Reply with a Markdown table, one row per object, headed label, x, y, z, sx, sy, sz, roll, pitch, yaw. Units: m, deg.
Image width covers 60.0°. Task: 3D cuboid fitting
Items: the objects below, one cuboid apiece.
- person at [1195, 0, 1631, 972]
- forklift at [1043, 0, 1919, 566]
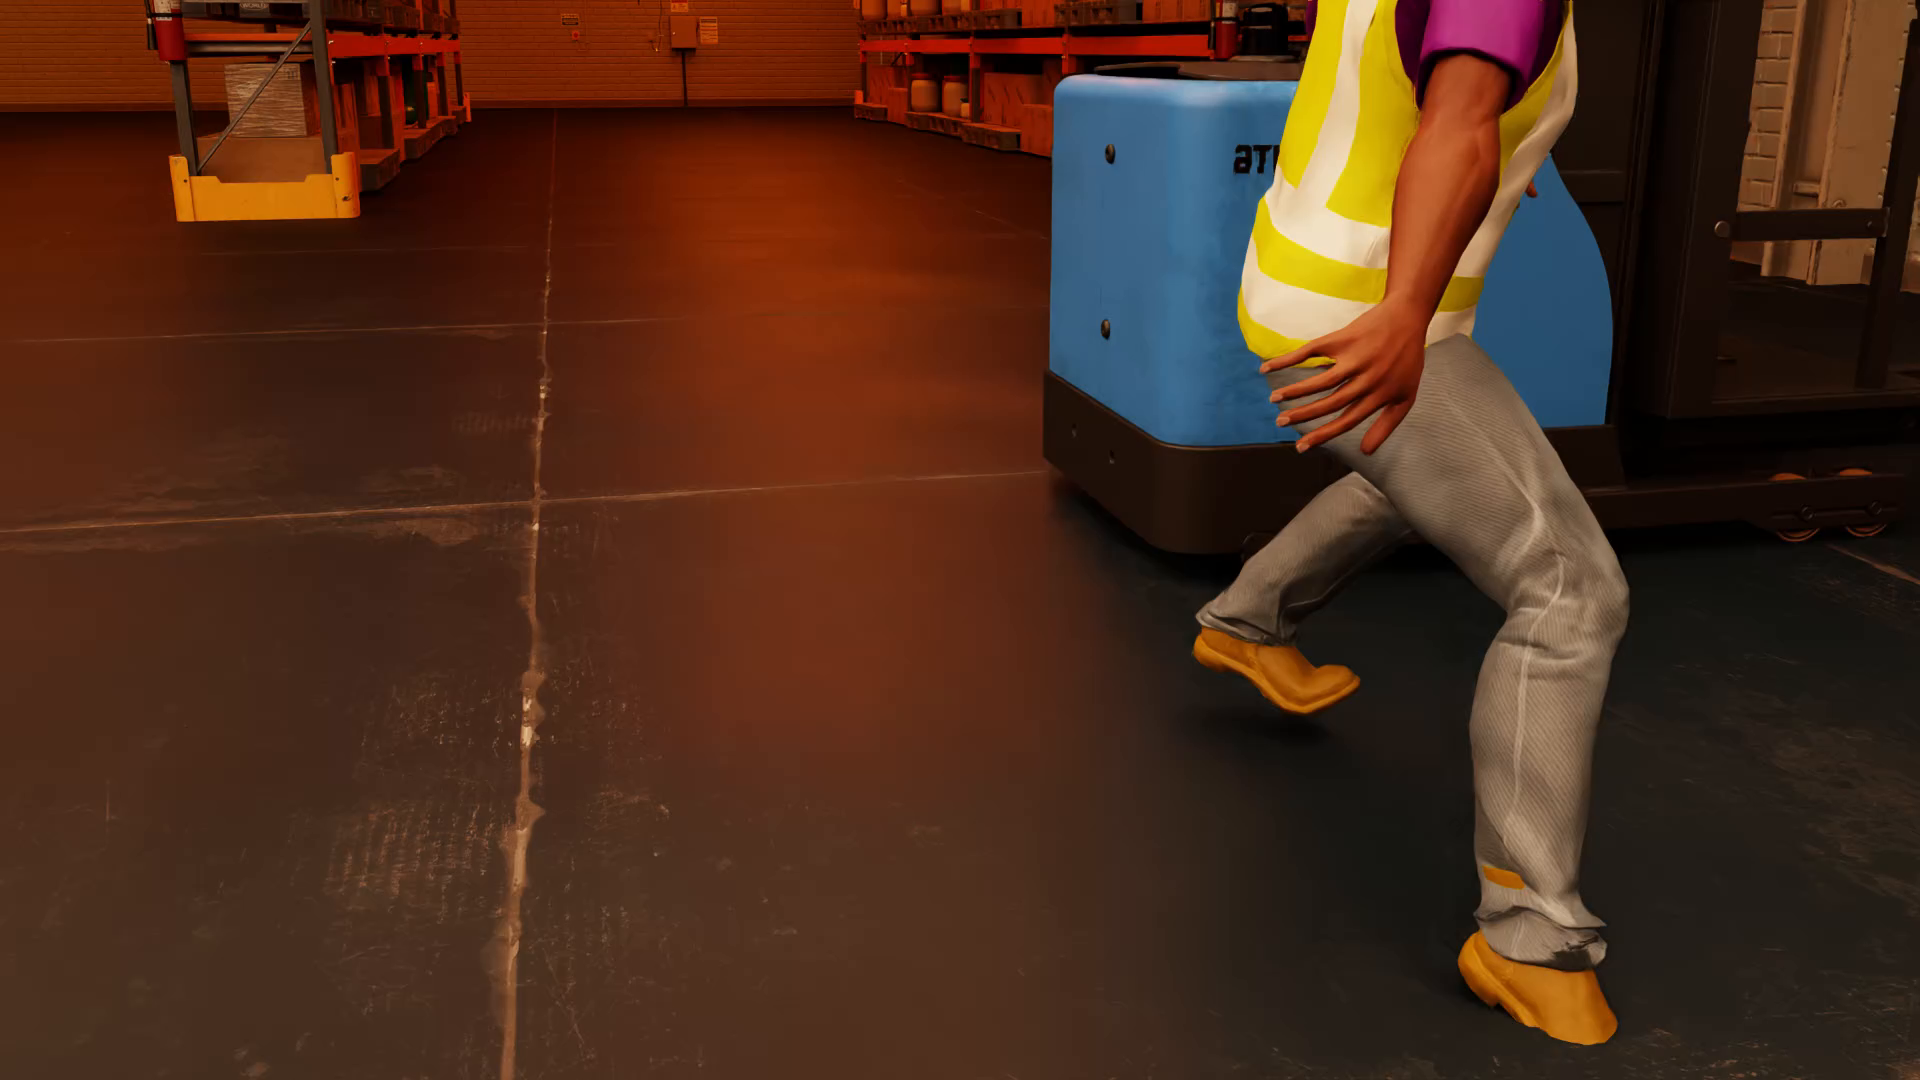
| label | x | y | z | sx | sy | sz | roll | pitch | yaw |
| --- | --- | --- | --- | --- | --- | --- | --- | --- | --- |
| person | 0.619 | -0.337 | 2.213 | 0.523 | 1.540 | 1.194 | 2 | 17 | 6 |
| forklift | 1.799 | -1.541 | 4.057 | 3.031 | 2.935 | 1.130 | -4 | 17 | -13 |
